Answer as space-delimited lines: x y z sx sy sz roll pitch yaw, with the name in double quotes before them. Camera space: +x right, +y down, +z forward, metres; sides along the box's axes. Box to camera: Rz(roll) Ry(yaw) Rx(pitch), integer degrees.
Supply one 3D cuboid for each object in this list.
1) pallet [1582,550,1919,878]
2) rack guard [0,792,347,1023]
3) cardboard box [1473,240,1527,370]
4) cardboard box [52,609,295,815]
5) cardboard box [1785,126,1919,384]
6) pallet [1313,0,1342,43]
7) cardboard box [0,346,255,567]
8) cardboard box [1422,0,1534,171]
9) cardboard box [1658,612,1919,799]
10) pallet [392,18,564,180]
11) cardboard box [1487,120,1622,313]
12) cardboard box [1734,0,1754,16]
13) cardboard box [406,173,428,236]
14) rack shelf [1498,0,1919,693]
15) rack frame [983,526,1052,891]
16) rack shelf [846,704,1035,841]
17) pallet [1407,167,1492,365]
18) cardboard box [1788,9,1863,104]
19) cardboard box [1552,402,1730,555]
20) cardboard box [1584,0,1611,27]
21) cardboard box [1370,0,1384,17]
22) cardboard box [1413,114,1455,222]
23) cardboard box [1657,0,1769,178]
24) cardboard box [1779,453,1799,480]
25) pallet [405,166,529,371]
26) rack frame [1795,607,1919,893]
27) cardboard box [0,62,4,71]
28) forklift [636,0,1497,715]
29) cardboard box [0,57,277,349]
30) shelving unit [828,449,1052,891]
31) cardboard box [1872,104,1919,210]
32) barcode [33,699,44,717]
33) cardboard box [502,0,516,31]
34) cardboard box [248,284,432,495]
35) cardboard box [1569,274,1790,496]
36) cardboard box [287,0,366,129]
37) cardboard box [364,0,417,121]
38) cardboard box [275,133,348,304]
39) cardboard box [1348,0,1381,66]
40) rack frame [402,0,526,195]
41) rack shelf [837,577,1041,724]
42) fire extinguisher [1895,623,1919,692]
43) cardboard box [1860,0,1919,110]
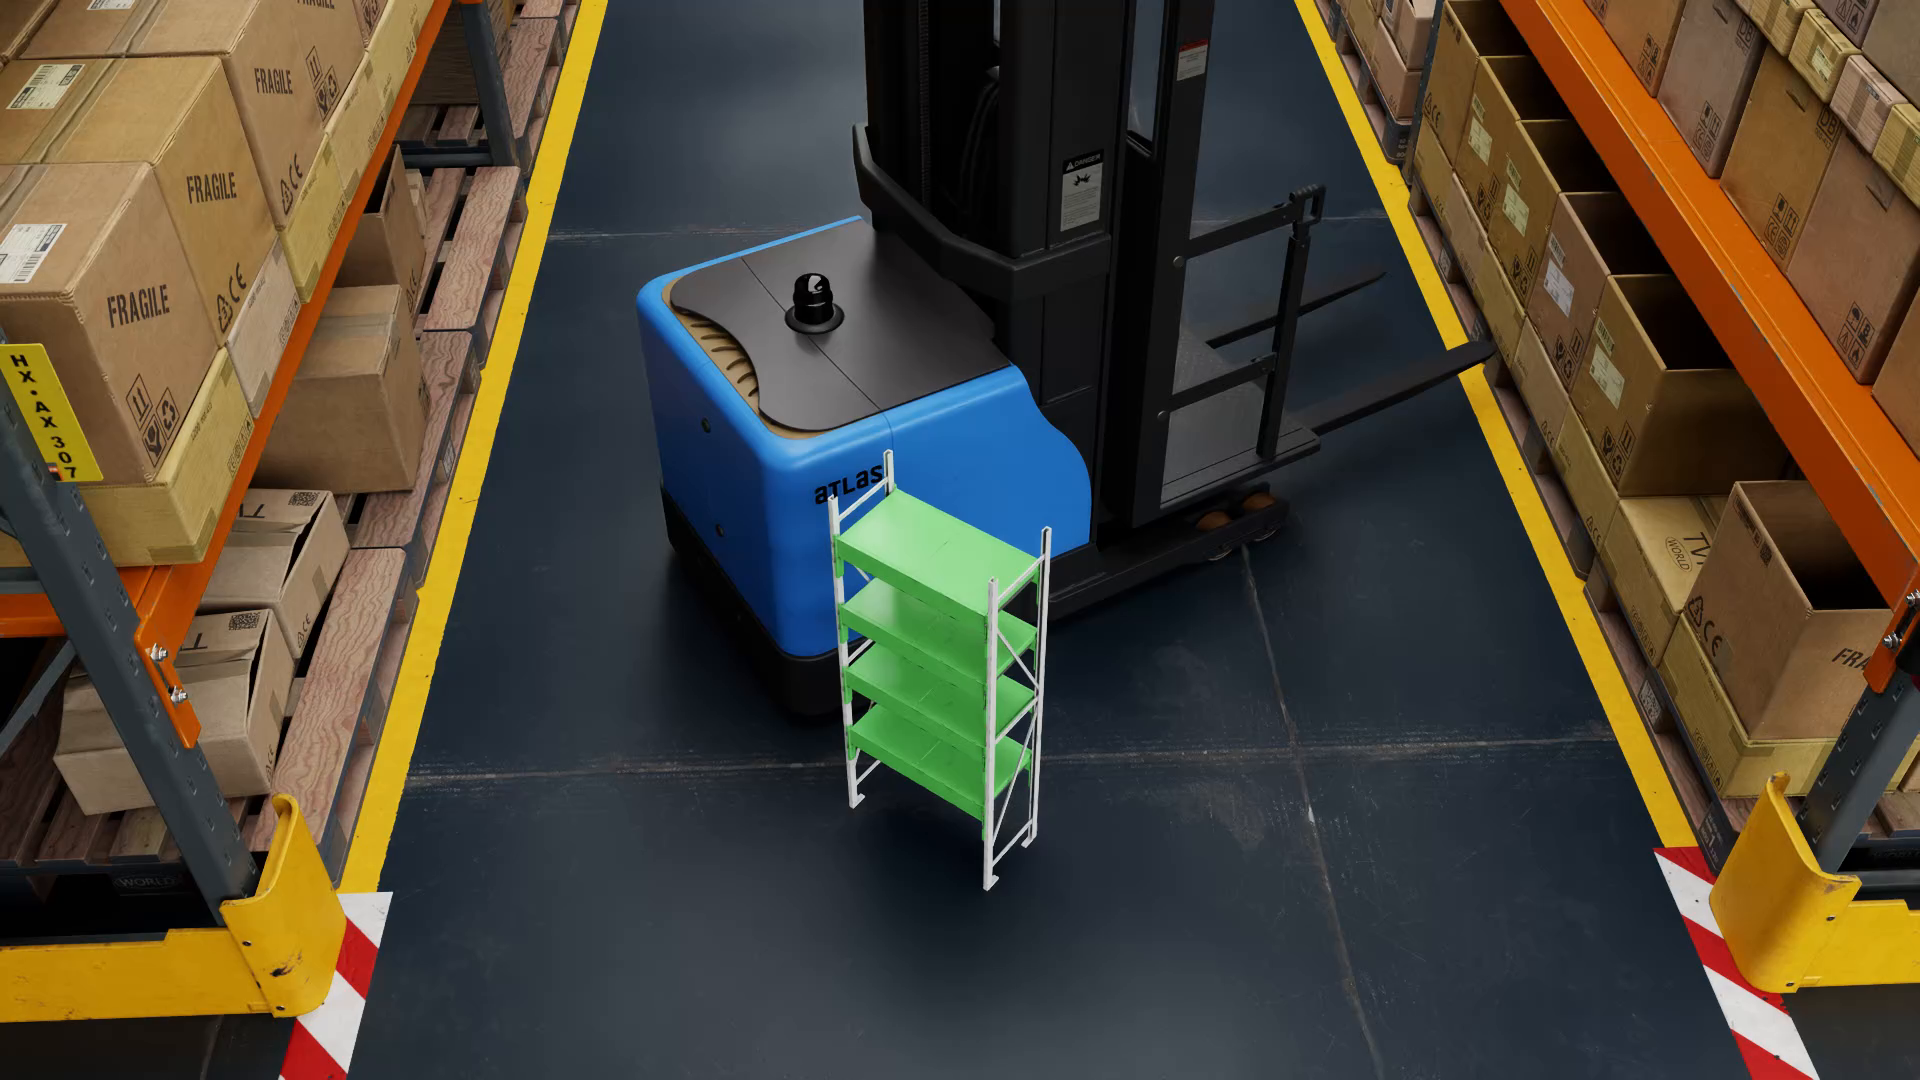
"pallet" 2.605 0.467 5.085 1.003 0.211 1.213 -2 43 -2
"rack guard" -2.273 0.969 4.323 1.175 0.500 0.348 -2 43 -2
"cardboard box" 2.258 -0.891 6.226 0.500 0.250 0.500 -2 43 -2
"cardboard box" -2.210 0.458 4.695 0.500 0.311 0.500 -6 43 -7
"cardboard box" 2.645 -0.753 4.278 0.700 0.500 0.500 -1 43 -1
"pallet" 2.384 -3.041 8.911 1.003 0.211 1.213 -2 43 -2
"cardboard box" -1.974 -0.192 3.836 0.500 0.250 0.500 -3 43 -3
"cardboard box" 2.216 -1.842 6.709 0.500 0.500 0.500 -2 43 -2
"cardboard box" 2.361 0.459 4.753 0.500 0.250 0.500 -2 43 -2
"pallet" -2.475 -2.100 7.884 1.003 0.211 1.213 -2 43 -2
"cardboard box" 2.258 -1.167 5.972 0.500 0.500 0.500 -2 43 -2
"cardboard box" 2.404 -1.622 4.745 0.380 0.149 0.250 -2 43 -2
"cardboard box" -2.387 -1.359 6.784 0.380 0.166 0.250 -7 43 -7
"rack shelf" 2.594 -1.131 5.297 1.077 0.370 4.000 -2 43 -2
"rack frame" 0.143 0.477 4.342 0.015 1.200 0.240 27 49 26
"rack shelf" -0.052 0.602 4.655 0.480 0.148 0.258 27 49 26
"pallet" 2.501 -1.181 6.882 1.003 0.211 1.213 -2 43 -2
"cardboard box" 2.429 -1.271 4.363 0.380 0.149 0.250 0 43 0
"cardboard box" 2.305 -0.216 5.489 0.500 0.250 0.500 -2 43 -2
"cardboard box" 2.563 -2.128 5.778 0.700 0.500 0.500 -2 43 -2
"cardboard box" 2.177 -2.711 7.797 0.500 0.311 0.500 -1 43 -1
"cardboard box" 2.226 -1.566 6.963 0.500 0.250 0.500 -2 43 -2
"cardboard box" 2.603 -1.444 5.031 0.700 0.500 0.500 0 43 -1
"cardboard box" 2.821 -0.507 5.252 0.500 0.500 0.500 -2 43 -2
"pallet" -2.376 -1.122 6.817 1.003 0.211 1.213 -2 43 -2
"rack frame" 2.679 -0.046 3.580 1.000 3.000 0.127 -2 43 -2
"cardboard box" -2.514 -0.782 3.925 0.500 0.500 0.500 -1 43 -1
"forklift" 0.536 -1.297 4.996 3.031 2.935 1.130 -22 47 -22
"cardboard box" -2.001 -0.795 3.939 0.500 0.500 0.500 -2 43 -2
"shelving unit" -0.052 0.378 4.450 0.503 1.200 0.258 27 49 26
"cardboard box" 2.449 -0.924 3.984 0.380 0.149 0.250 -2 43 -2
"barcode" -2.610 0.454 4.693 0.001 0.075 0.075 -2 43 -2
"cardboard box" -2.560 -2.686 7.985 0.700 0.500 0.500 -2 43 -3
"cardboard box" -2.215 -0.493 5.593 0.700 0.500 0.500 -4 43 -4
"cardboard box" 2.302 -0.492 5.236 0.500 0.500 0.500 -2 43 -2
"cardboard box" -2.051 -1.492 4.699 0.500 0.500 0.500 0 43 0
"cardboard box" -2.067 -1.567 5.336 0.500 0.250 0.500 -2 43 -2
"cardboard box" -2.026 -0.886 4.593 0.500 0.250 0.500 -2 43 -2
"cardboard box" 2.182 -2.501 7.983 0.500 0.250 0.500 -2 43 -2
"rack frame" -2.440 -2.602 6.369 1.000 3.000 0.127 -2 43 -2
"rack shelf" -0.052 0.248 4.331 0.480 0.148 0.258 27 49 26
"fire extinguisher" 2.220 0.075 3.505 0.296 0.674 0.183 -2 43 -2
"cardboard box" 2.642 -1.267 3.879 0.700 0.500 0.500 -3 43 -3
